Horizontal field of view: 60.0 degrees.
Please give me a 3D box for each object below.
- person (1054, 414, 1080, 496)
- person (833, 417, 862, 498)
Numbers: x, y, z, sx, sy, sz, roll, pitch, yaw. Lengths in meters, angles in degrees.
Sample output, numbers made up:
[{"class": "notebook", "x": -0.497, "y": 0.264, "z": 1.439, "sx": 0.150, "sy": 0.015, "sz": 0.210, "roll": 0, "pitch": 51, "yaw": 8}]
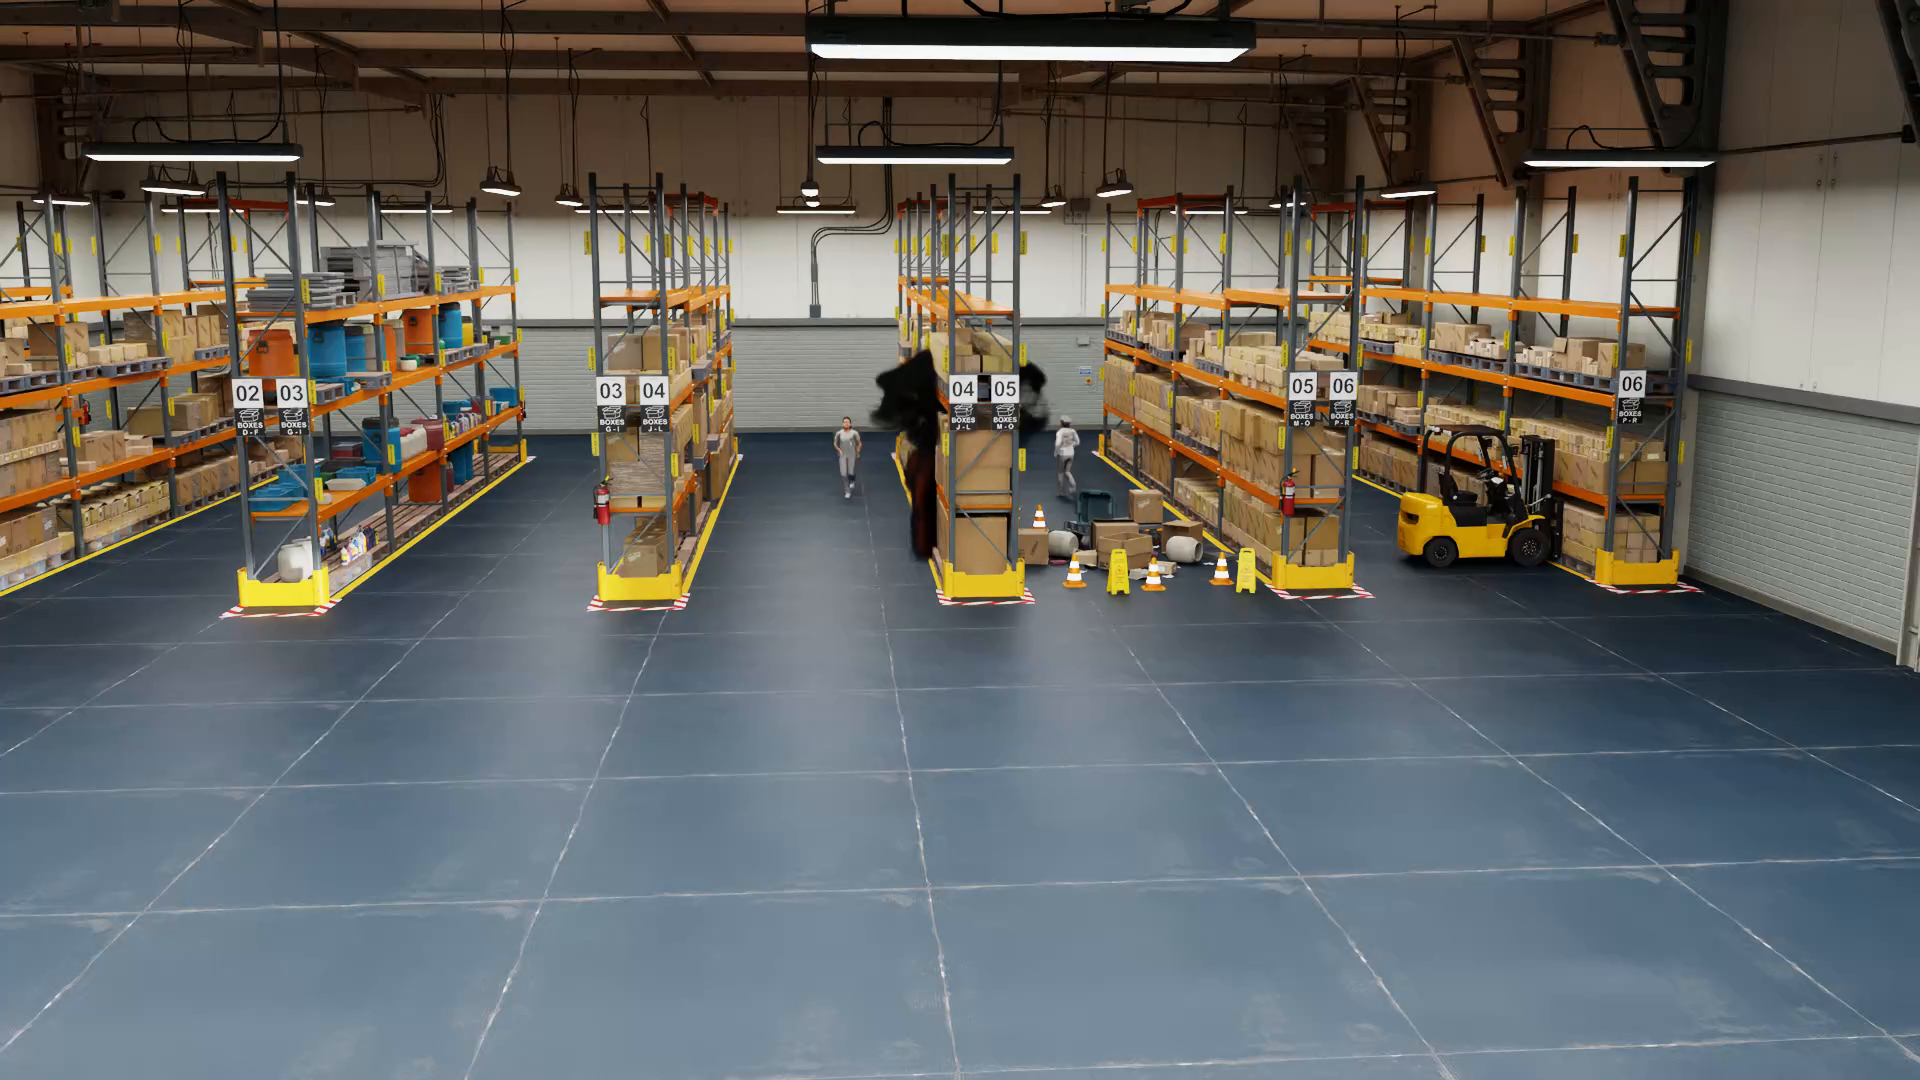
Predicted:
[{"class": "person", "x": 2.146, "y": -1.676, "z": 33.439, "sx": 0.613, "sy": 1.691, "sz": 0.707, "roll": -5, "pitch": 11, "yaw": -27}, {"class": "person", "x": -2.272, "y": -1.678, "z": 33.570, "sx": 0.565, "sy": 1.630, "sz": 0.572, "roll": 0, "pitch": 10, "yaw": 0}]
